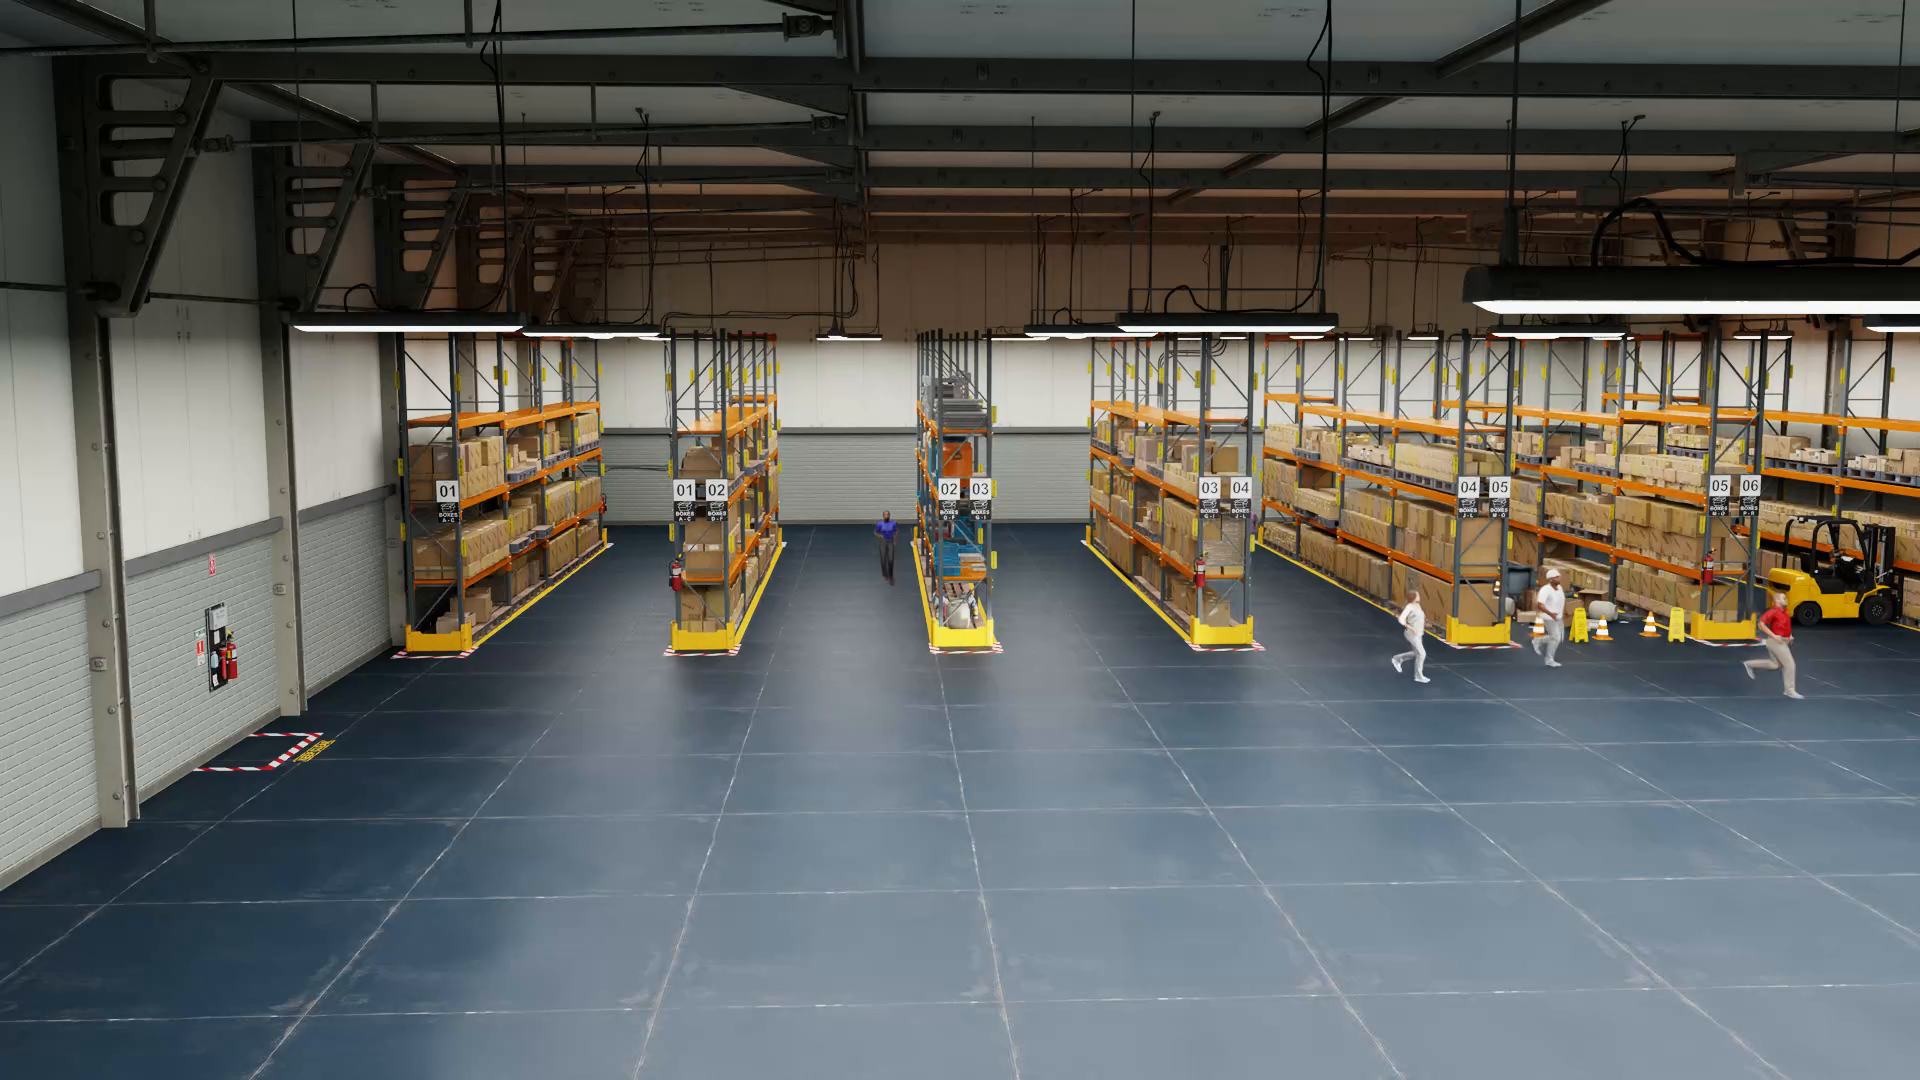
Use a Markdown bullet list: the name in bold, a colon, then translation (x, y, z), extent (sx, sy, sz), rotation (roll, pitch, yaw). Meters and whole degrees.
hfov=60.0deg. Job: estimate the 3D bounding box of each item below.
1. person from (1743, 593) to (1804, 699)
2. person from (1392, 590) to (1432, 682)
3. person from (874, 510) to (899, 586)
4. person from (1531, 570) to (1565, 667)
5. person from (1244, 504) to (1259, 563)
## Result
- **person**: translation (13.360, 1.710, 27.224), extent (0.960, 1.717, 0.647), rotation (5, 9, 38)
- **person**: translation (7.678, 1.619, 28.296), extent (0.730, 1.560, 0.546), rotation (5, 8, 37)
- **person**: translation (-1.672, 0.185, 37.908), extent (0.572, 1.739, 0.686), rotation (-1, 7, -5)
- **person**: translation (10.506, 1.378, 29.673), extent (0.705, 1.737, 0.664), rotation (-6, 9, -40)
- **person**: translation (7.608, -0.198, 43.806), extent (0.546, 1.575, 0.691), rotation (0, 7, 0)
